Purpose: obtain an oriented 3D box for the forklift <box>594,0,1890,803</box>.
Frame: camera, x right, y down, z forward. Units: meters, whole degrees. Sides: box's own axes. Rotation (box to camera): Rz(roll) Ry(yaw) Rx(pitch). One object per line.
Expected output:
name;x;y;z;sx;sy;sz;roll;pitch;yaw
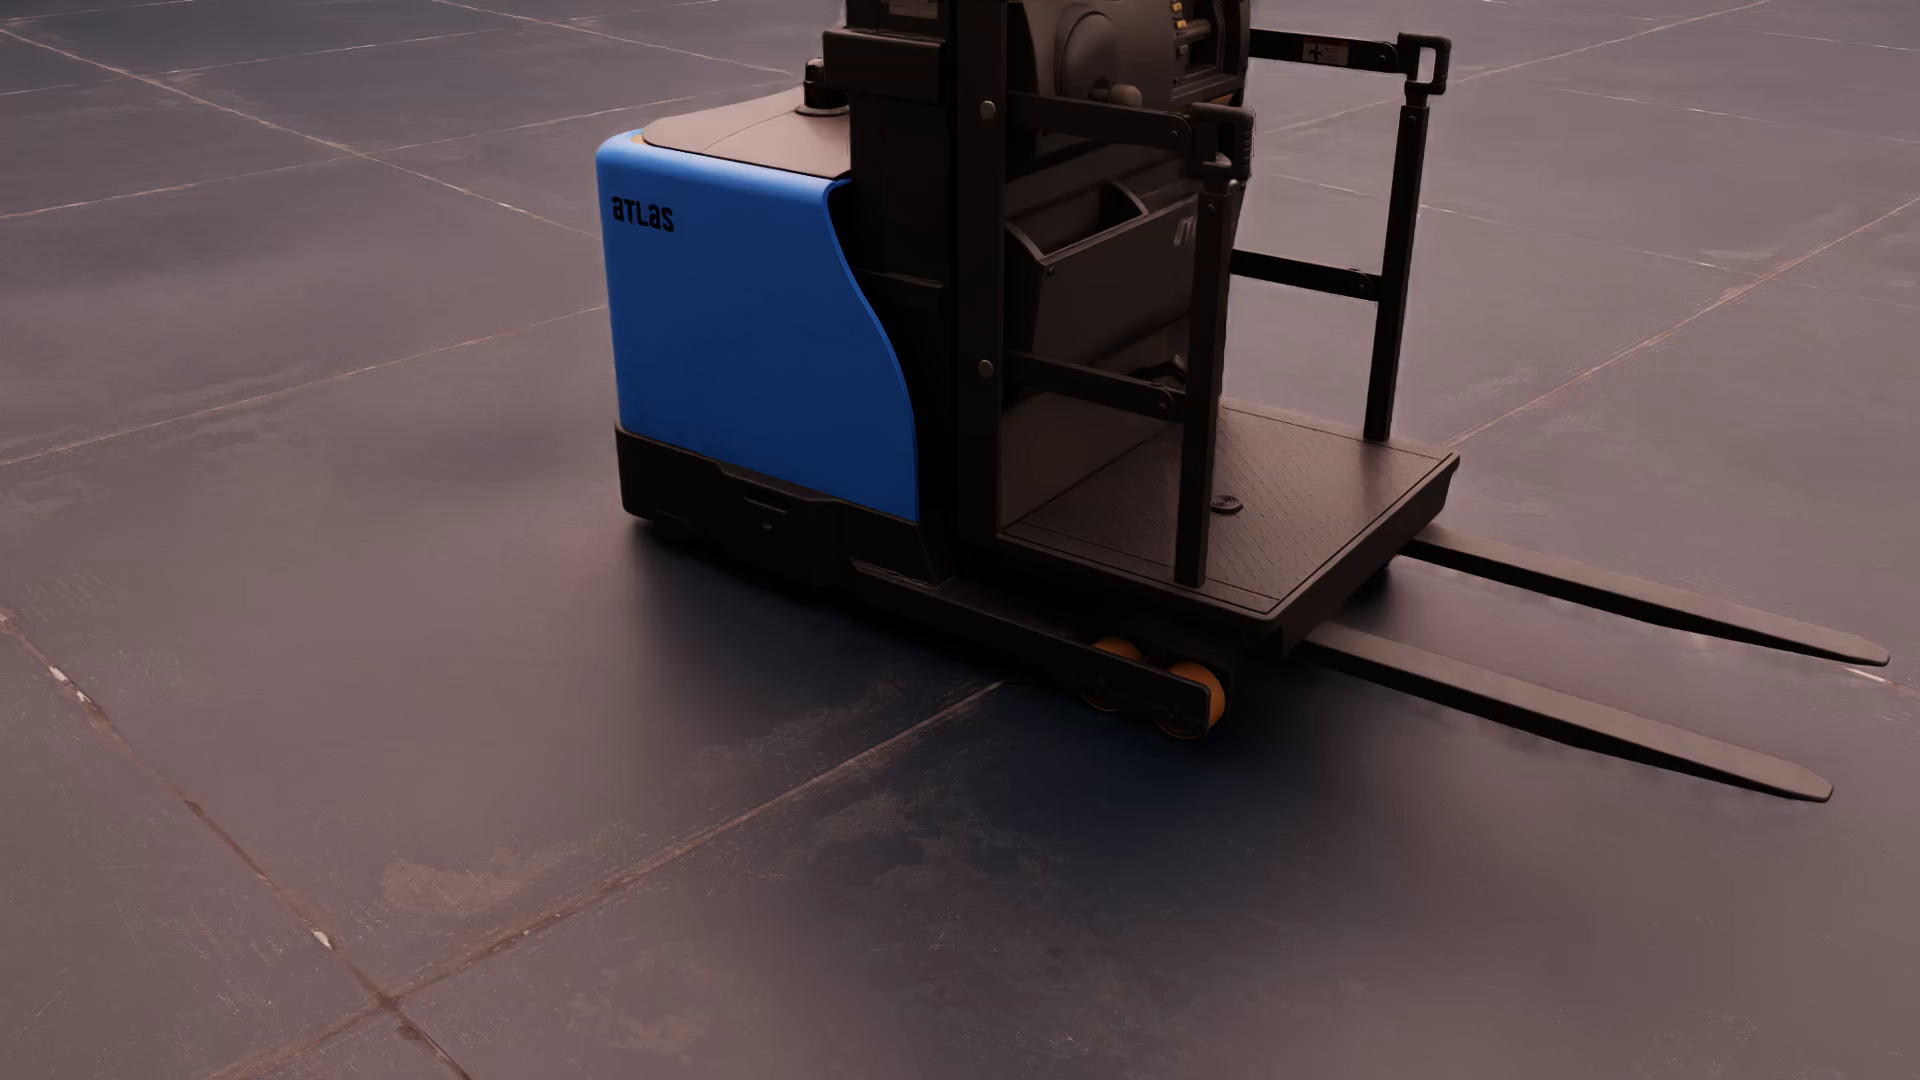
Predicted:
forklift;0.560;-1.145;3.548;3.031;2.935;1.130;18;31;32
